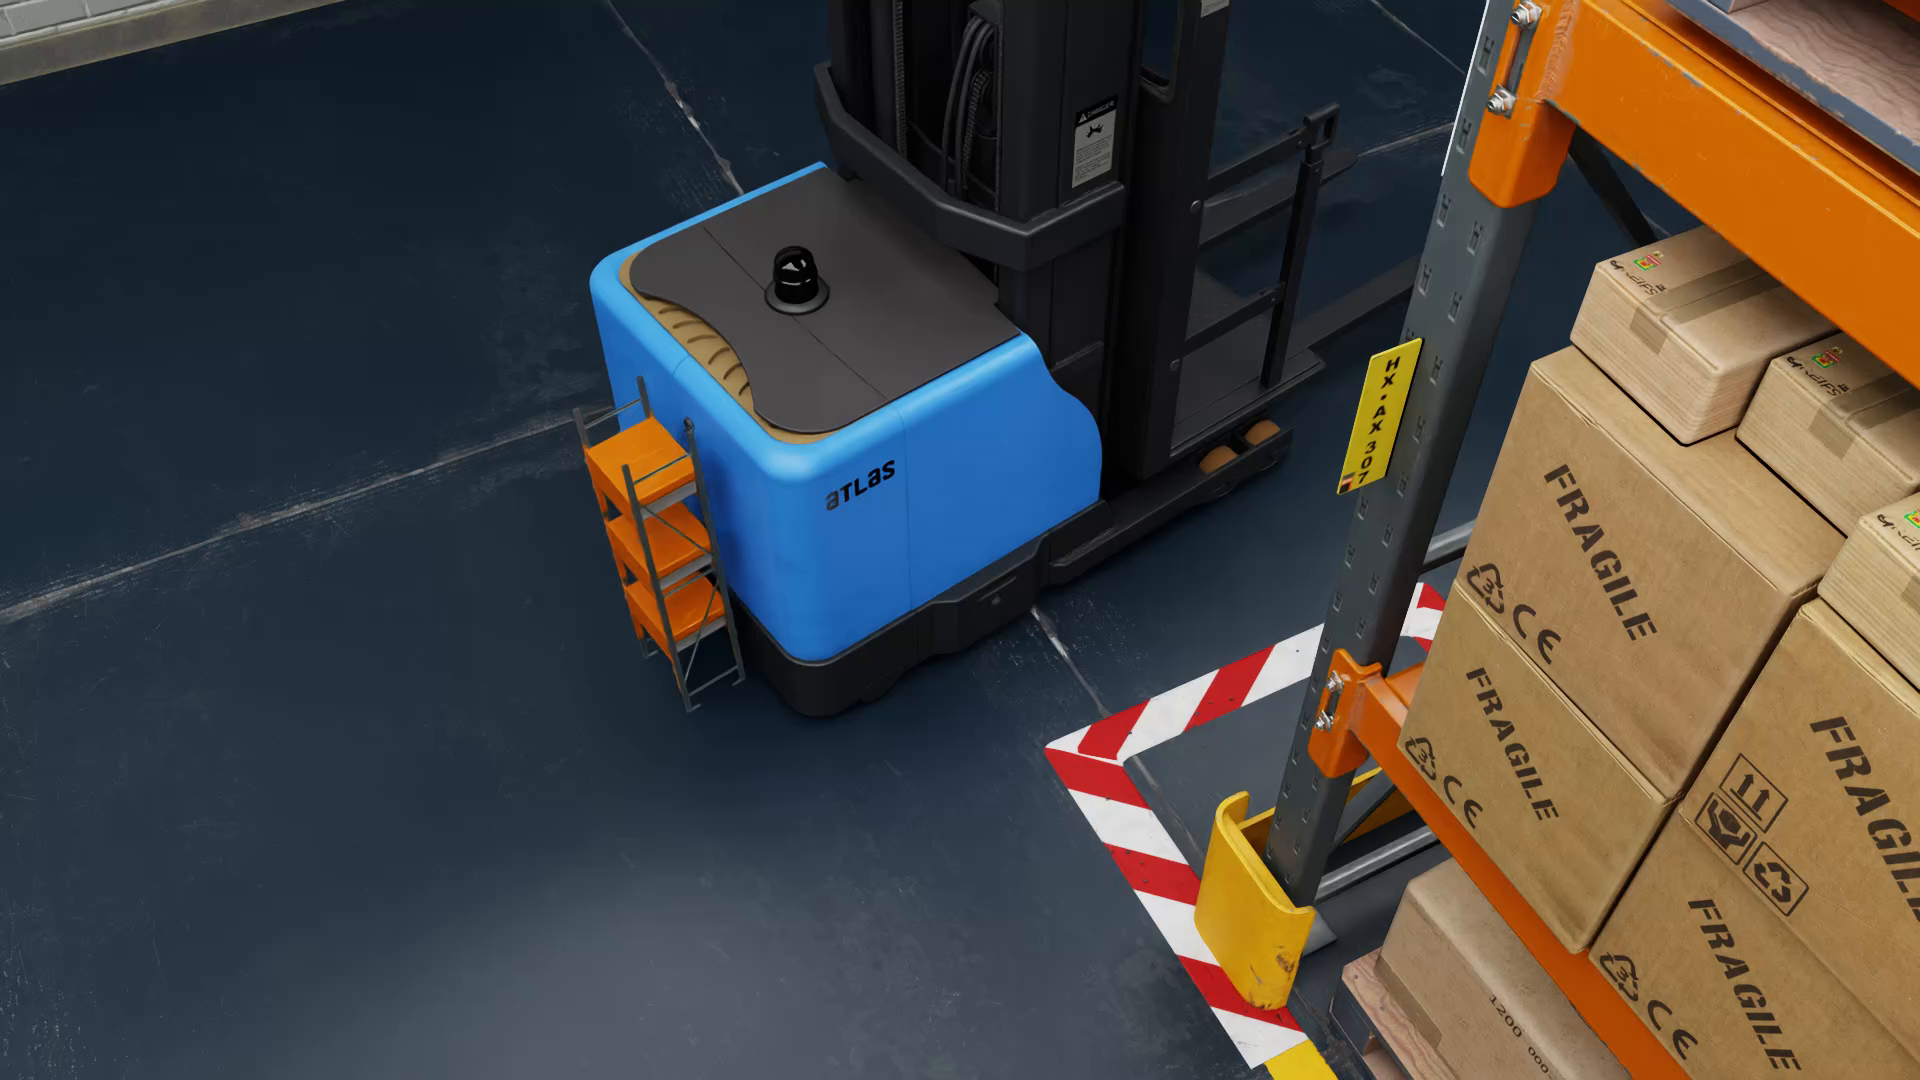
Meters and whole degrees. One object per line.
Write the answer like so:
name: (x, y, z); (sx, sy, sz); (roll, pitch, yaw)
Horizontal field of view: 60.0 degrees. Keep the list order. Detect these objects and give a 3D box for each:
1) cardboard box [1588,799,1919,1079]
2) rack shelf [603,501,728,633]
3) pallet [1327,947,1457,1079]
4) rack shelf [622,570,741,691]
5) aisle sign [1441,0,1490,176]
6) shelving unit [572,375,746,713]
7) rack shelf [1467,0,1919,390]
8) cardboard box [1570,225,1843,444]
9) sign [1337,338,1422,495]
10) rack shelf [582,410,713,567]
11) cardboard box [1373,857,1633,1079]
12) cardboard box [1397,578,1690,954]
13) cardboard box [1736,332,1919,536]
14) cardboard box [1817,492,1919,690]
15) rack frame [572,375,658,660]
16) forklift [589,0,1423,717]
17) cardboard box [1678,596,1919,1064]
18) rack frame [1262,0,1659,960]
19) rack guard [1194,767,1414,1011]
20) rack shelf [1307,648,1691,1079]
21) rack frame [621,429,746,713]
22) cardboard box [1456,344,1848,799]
cardboard box: (1.423, 0.637, 2.634); (0.500, 0.500, 0.500); (-22, 52, -18)
rack shelf: (-0.797, 0.048, 4.520); (0.215, 0.259, 0.240); (-31, 56, -22)
pallet: (1.637, 1.347, 3.932); (1.003, 0.211, 1.213); (-21, 52, -18)
rack shelf: (-0.789, 0.227, 4.732); (0.215, 0.259, 0.240); (-31, 56, -22)
aisle sign: (0.911, -0.884, 2.303); (0.394, 0.787, 0.004); (-21, 52, -18)
shelving unit: (-0.797, 0.042, 4.511); (0.215, 1.050, 0.252); (-31, 56, -22)
rack shelf: (2.117, 0.508, 1.298); (1.077, 0.370, 4.000); (-21, 52, -18)
cardboard box: (1.118, -0.322, 2.377); (0.380, 0.149, 0.250); (-20, 52, -17)
sign: (0.706, -0.203, 2.807); (0.100, 0.325, 0.005); (-21, 52, -18)
rack shelf: (-0.804, -0.134, 4.303); (0.215, 0.259, 0.240); (-31, 56, -22)
cardboard box: (1.593, 1.033, 3.777); (0.875, 0.438, 0.875); (-23, 53, -19)
cardboard box: (1.166, 0.308, 2.922); (0.500, 0.500, 0.500); (-22, 52, -18)
cardboard box: (1.302, -0.171, 2.245); (0.380, 0.149, 0.250); (-20, 52, -17)
cardboard box: (1.318, 0.042, 2.059); (0.380, 0.149, 0.250); (-20, 52, -16)
rack frame: (-0.870, -0.032, 4.576); (0.200, 1.050, 0.008); (-31, 56, -22)
forklift: (0.459, -1.391, 4.520); (3.031, 2.935, 1.130); (-30, 55, -24)
cardboard box: (1.411, 0.321, 2.246); (0.500, 0.500, 0.500); (-22, 53, -18)
rack frame: (1.202, -0.080, 3.327); (1.000, 3.000, 0.127); (-21, 52, -18)
rack guard: (1.191, 0.727, 4.282); (1.175, 0.500, 0.348); (-21, 52, -18)
rack shelf: (2.117, 1.496, 2.427); (1.077, 0.370, 4.000); (-21, 52, -18)
rack frame: (-0.723, 0.115, 4.447); (0.200, 1.050, 0.008); (-31, 56, -22)
cardboard box: (1.168, -0.022, 2.546); (0.500, 0.500, 0.500); (-22, 52, -18)
